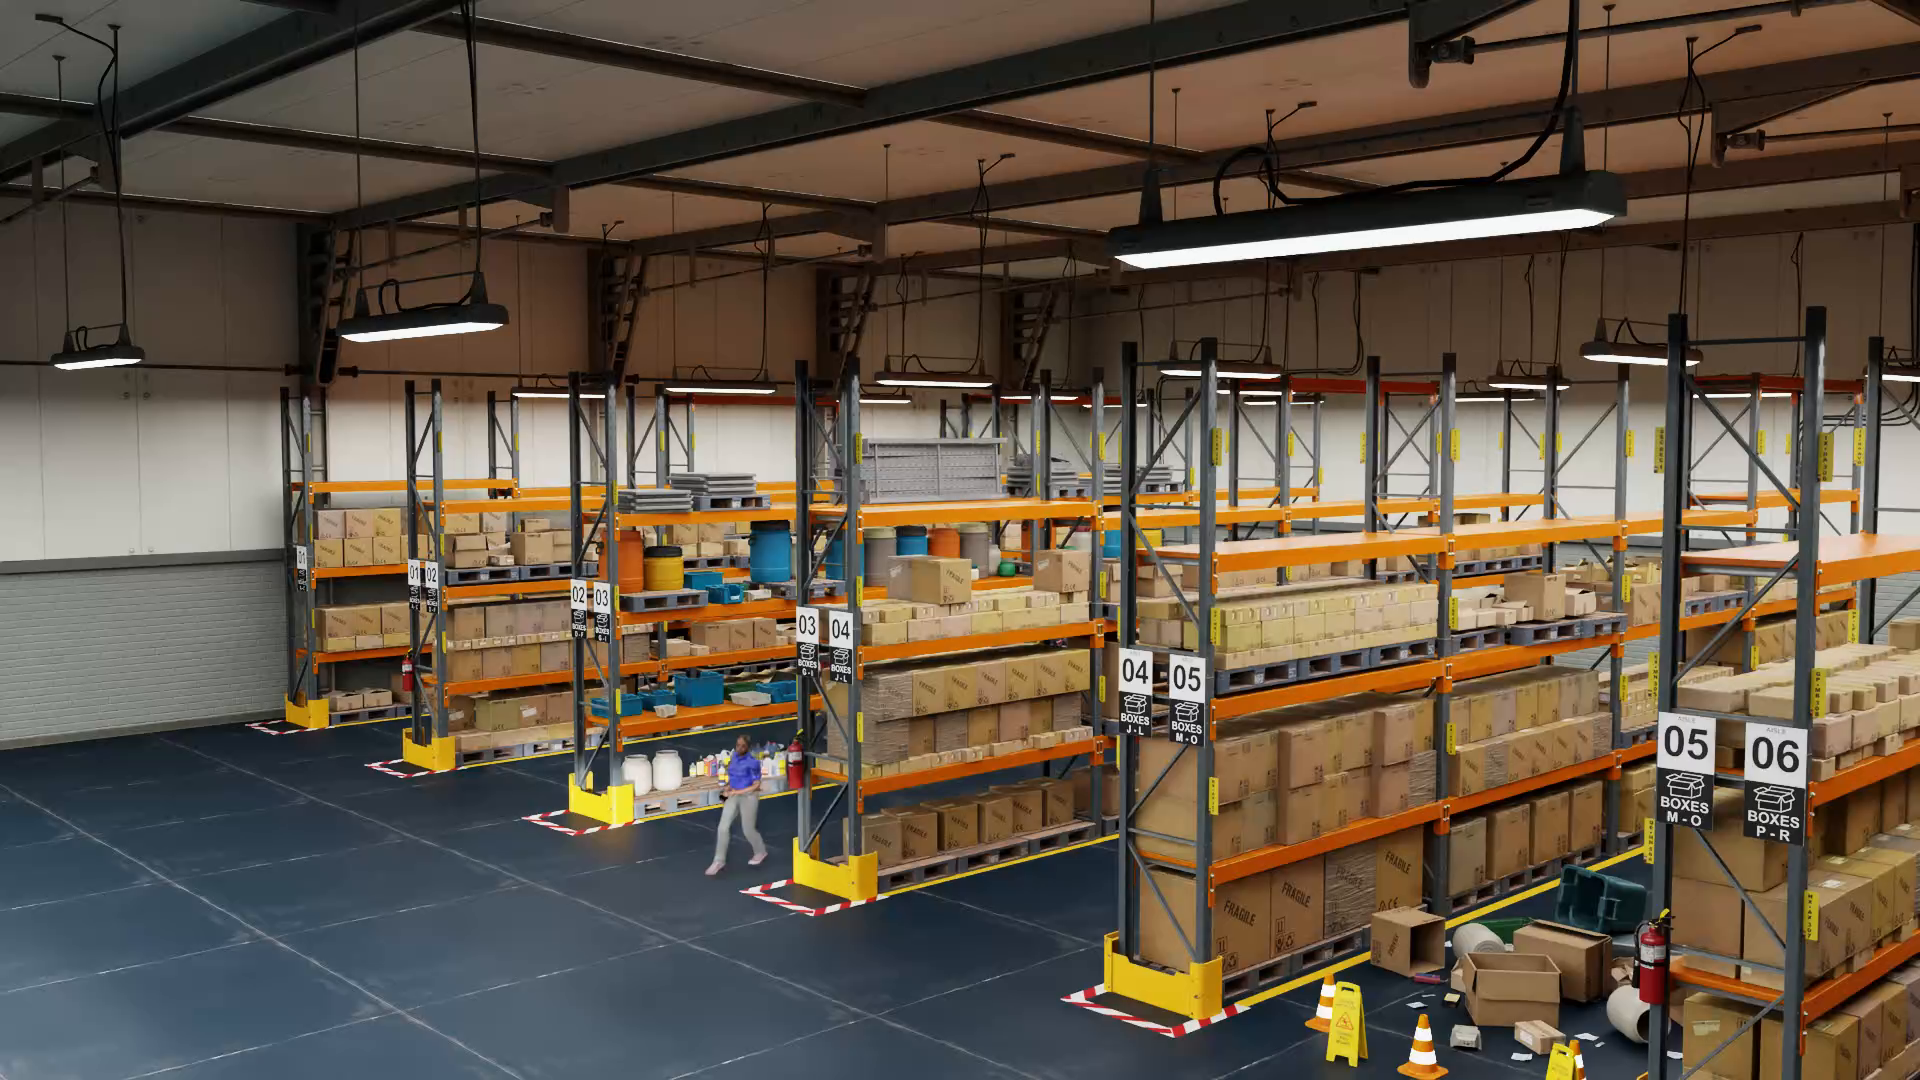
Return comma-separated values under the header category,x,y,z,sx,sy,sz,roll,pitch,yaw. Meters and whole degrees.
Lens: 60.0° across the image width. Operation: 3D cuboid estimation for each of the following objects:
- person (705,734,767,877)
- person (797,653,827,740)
category,x,y,z,sx,sy,sz,roll,pitch,yaw
person,-2.547,3.092,19.582,0.618,1.670,0.780,2,4,31
person,-2.418,2.491,27.650,0.672,1.826,0.857,3,5,40
